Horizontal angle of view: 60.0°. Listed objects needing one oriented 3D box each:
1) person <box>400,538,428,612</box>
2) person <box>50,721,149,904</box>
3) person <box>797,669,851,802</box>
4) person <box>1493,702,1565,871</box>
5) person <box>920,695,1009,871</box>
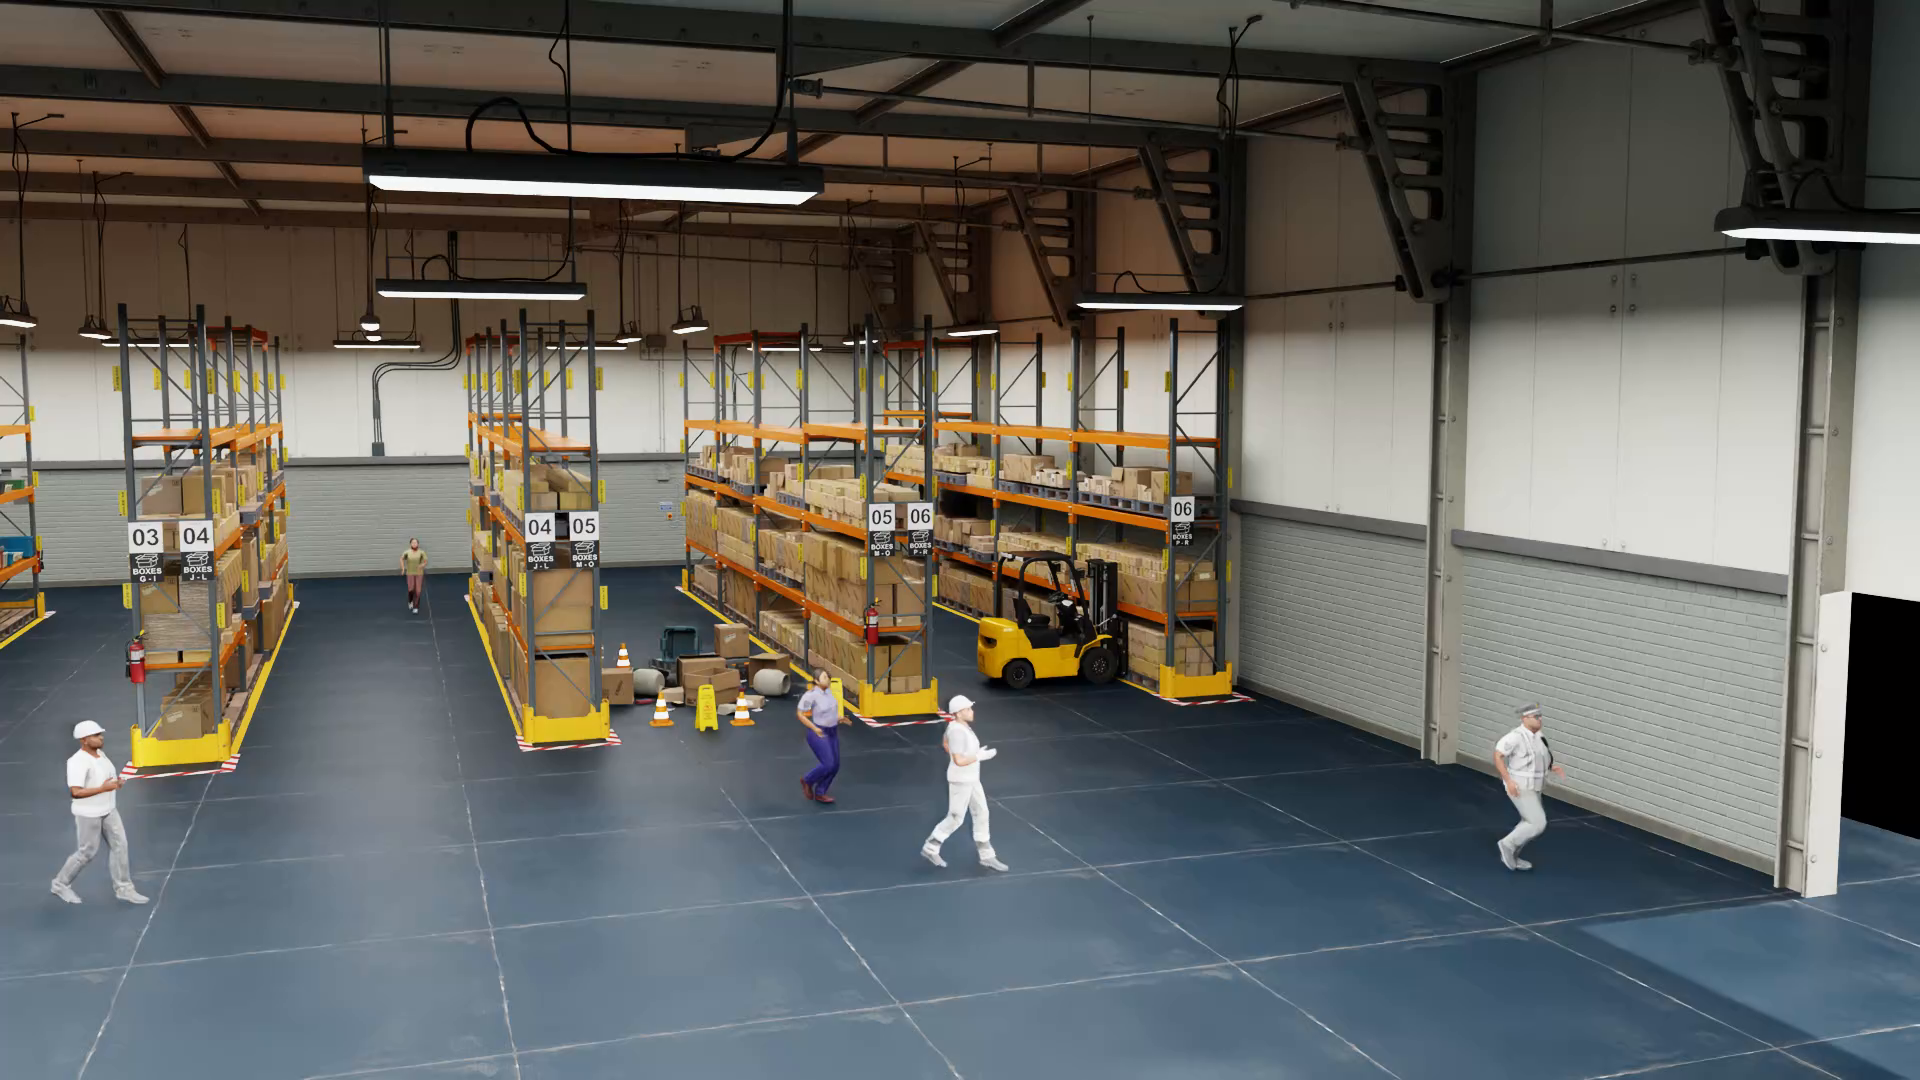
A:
[{"bbox_3d":[-11.820,0.770,36.044,0.567,1.633,0.546,-2,6,-21],"label":"person"},{"bbox_3d":[-8.213,2.599,15.794,0.867,1.784,0.691,0,5,1],"label":"person"},{"bbox_3d":[-1.603,2.331,19.771,0.559,1.600,0.599,3,6,29],"label":"person"},{"bbox_3d":[5.853,2.517,17.026,0.604,1.749,0.668,5,7,42],"label":"person"},{"bbox_3d":[0.043,2.473,16.913,0.899,1.800,0.645,1,6,13],"label":"person"}]
